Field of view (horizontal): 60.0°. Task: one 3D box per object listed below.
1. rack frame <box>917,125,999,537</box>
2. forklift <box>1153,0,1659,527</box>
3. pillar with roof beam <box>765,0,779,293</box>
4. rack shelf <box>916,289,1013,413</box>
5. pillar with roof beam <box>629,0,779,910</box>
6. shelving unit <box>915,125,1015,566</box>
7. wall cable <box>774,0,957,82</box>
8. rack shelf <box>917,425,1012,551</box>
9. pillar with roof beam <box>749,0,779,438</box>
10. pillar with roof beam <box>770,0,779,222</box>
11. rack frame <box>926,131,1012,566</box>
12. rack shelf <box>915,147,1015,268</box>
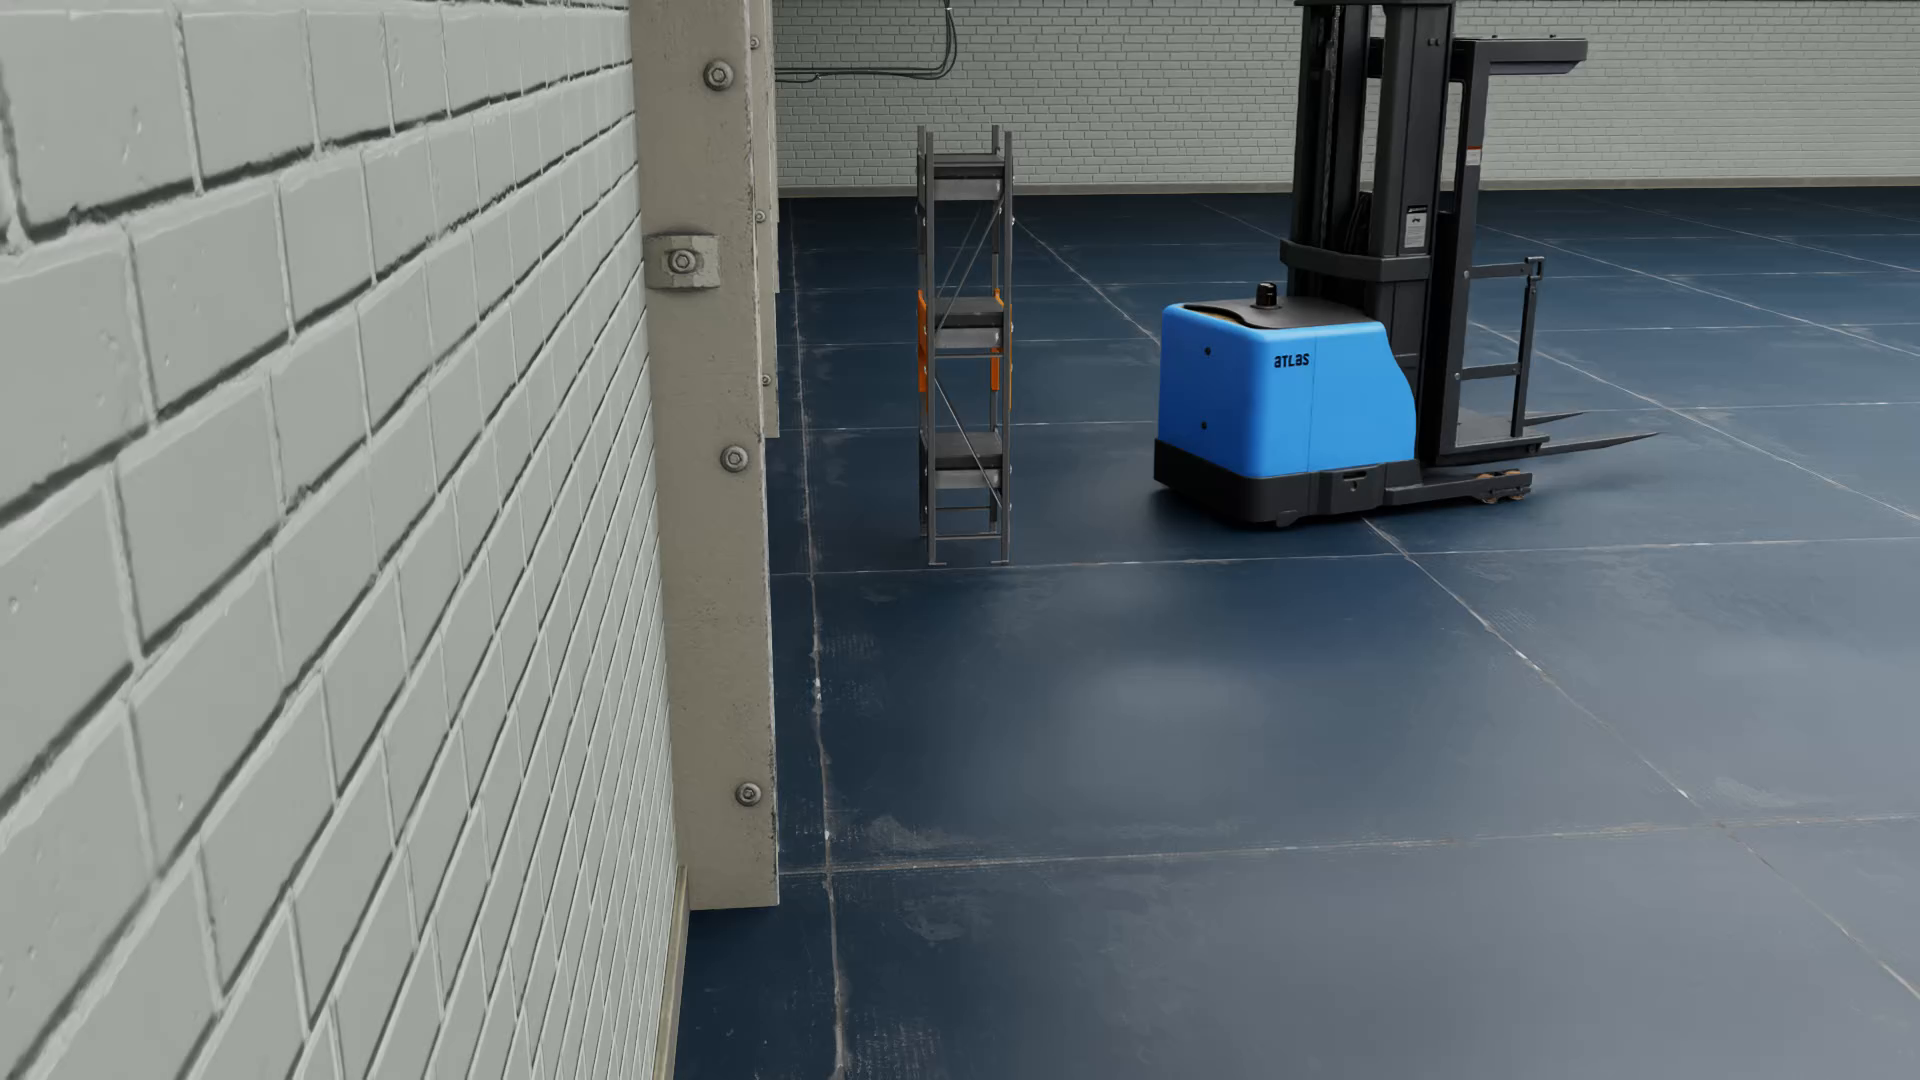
[{"bbox_3d":[-0.008,-1.025,8.437,0.400,2.100,0.015,-2,18,-6],"label":"rack frame"},{"bbox_3d":[2.676,-1.737,9.317,3.031,2.935,1.130,-7,19,-23],"label":"forklift"},{"bbox_3d":[2.315,-6.934,15.741,9.100,9.000,0.400,-2,18,-6],"label":"pillar with roof beam"},{"bbox_3d":[0.017,-0.939,8.210,0.431,0.518,0.480,-2,18,-6],"label":"rack shelf"},{"bbox_3d":[3.552,-3.359,4.353,9.100,9.000,0.400,-2,18,-6],"label":"pillar with roof beam"},{"bbox_3d":[0.017,-0.952,8.205,0.431,2.100,0.503,-2,18,-6],"label":"shelving unit"},{"bbox_3d":[-1.575,-8.026,24.402,3.097,2.526,0.112,-2,18,-6],"label":"wall cable"},{"bbox_3d":[0.017,-0.272,8.419,0.431,0.518,0.480,-2,18,-6],"label":"rack shelf"},{"bbox_3d":[2.934,-5.147,10.047,9.100,9.000,0.400,-2,18,-6],"label":"pillar with roof beam"},{"bbox_3d":[1.696,-8.722,21.435,9.100,9.000,0.400,-2,18,-6],"label":"pillar with roof beam"},{"bbox_3d":[0.042,-0.880,7.974,0.400,2.100,0.015,-2,18,-6],"label":"rack frame"},{"bbox_3d":[0.017,-1.607,8.000,0.431,0.518,0.480,-2,18,-6],"label":"rack shelf"}]
